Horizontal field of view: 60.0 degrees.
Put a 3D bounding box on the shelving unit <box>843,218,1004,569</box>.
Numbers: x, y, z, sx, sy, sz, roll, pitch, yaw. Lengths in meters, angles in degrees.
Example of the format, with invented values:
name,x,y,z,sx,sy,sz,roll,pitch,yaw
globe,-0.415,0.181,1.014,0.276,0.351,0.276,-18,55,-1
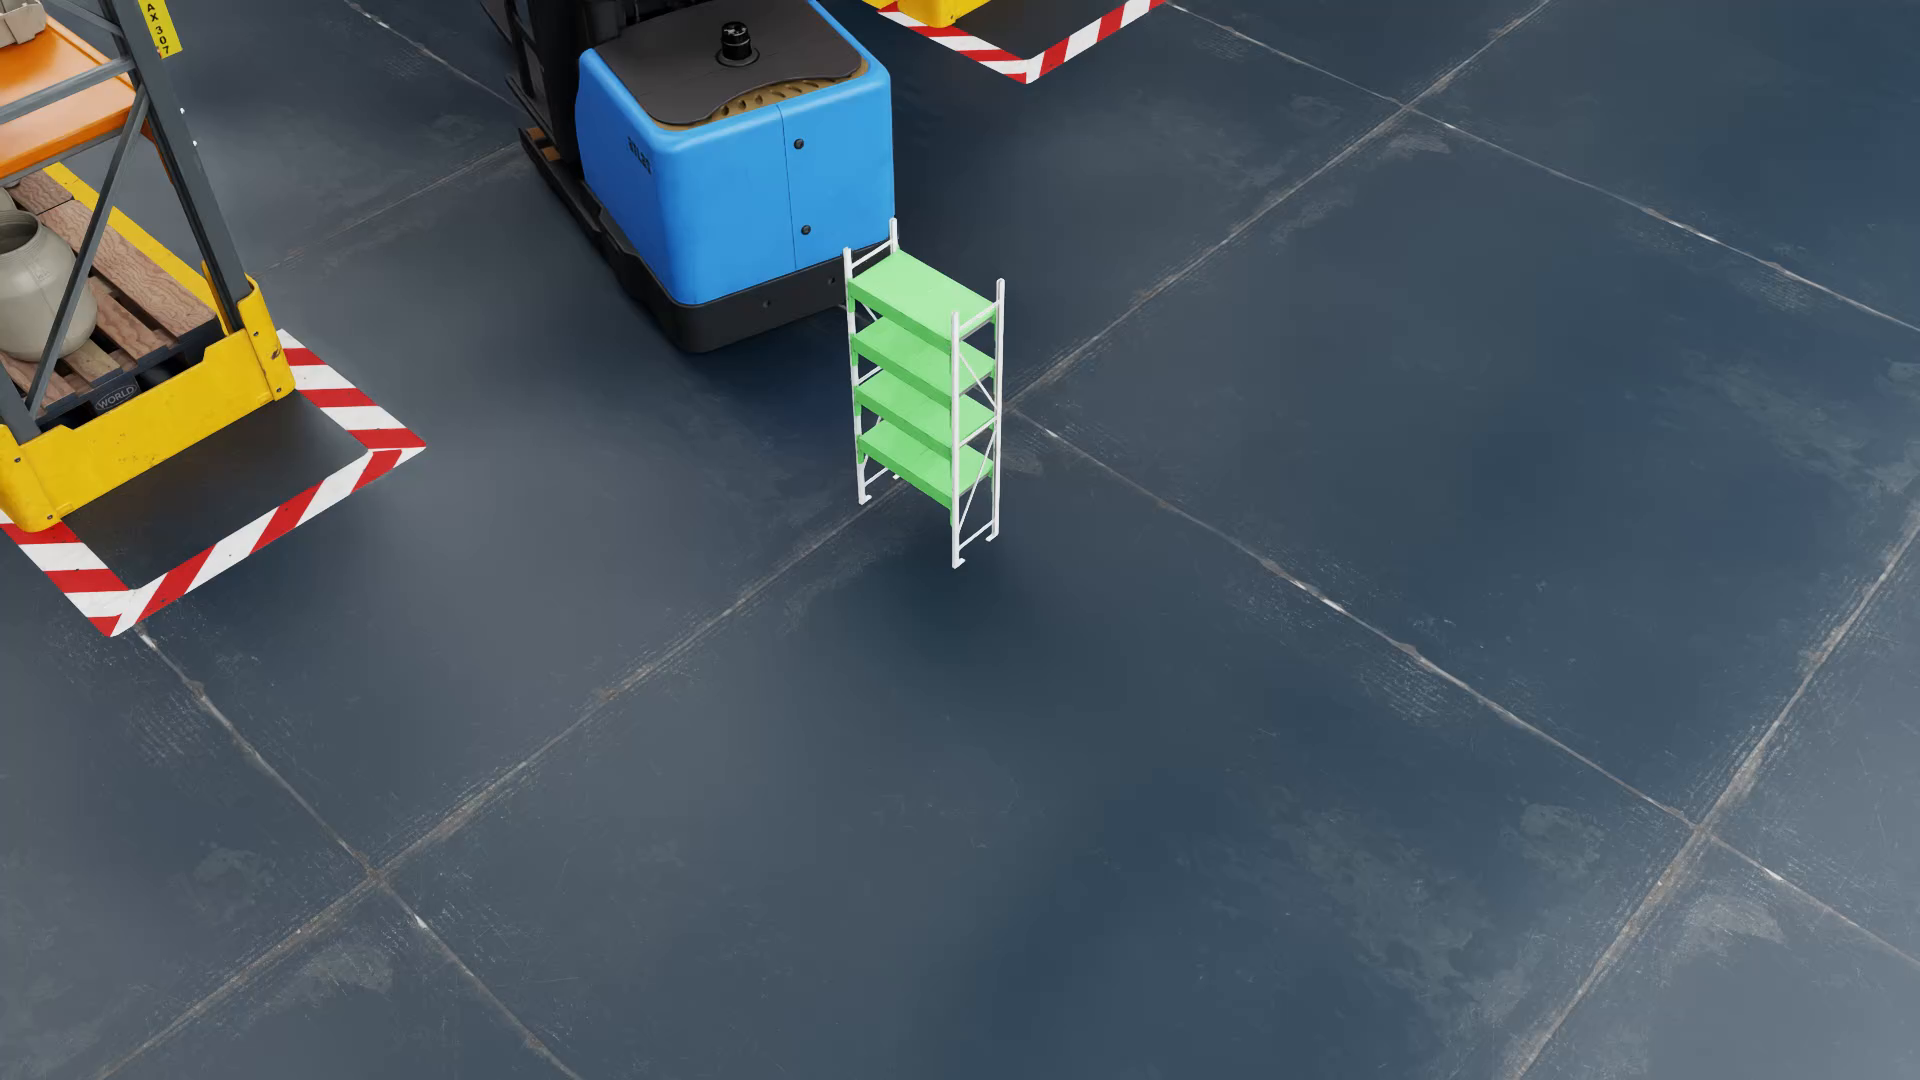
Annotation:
name,x,y,z,sx,sy,sz,roll,pitch,yaw
shelving unit,-0.122,-0.493,5.889,0.503,1.200,0.258,34,55,28

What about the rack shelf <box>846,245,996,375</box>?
name,x,y,z,sx,sy,sz,roll,pitch,yaw
rack shelf,-0.122,-0.777,5.586,0.480,0.148,0.258,34,55,28

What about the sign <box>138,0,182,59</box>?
name,x,y,z,sx,sy,sz,roll,pitch,yaw
sign,-2.767,-1.807,5.699,0.005,0.325,0.100,34,55,28

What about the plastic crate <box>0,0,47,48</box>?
name,x,y,z,sx,sy,sz,roll,pitch,yaw
plastic crate,-3.583,-1.945,6.199,0.250,0.136,0.298,34,55,28

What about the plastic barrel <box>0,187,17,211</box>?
name,x,y,z,sx,sy,sz,roll,pitch,yaw
plastic barrel,-4.047,-1.244,6.779,0.421,0.512,0.421,0,47,0

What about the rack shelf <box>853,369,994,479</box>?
name,x,y,z,sx,sy,sz,roll,pitch,yaw
rack shelf,-0.122,-0.449,5.936,0.480,0.148,0.258,34,55,28

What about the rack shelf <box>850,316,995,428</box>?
name,x,y,z,sx,sy,sz,roll,pitch,yaw
rack shelf,-0.122,-0.613,5.761,0.480,0.148,0.258,34,55,28

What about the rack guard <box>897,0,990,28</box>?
name,x,y,z,sx,sy,sz,roll,pitch,yaw
rack guard,0.160,-3.255,8.964,0.348,0.500,1.175,34,55,28

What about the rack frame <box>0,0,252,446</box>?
name,x,y,z,sx,sy,sz,roll,pitch,yaw
rack frame,-3.143,-1.420,5.526,0.127,3.000,1.000,34,55,28

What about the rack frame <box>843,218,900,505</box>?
name,x,y,z,sx,sy,sz,roll,pitch,yaw
rack frame,-0.301,-0.613,6.003,0.015,1.200,0.240,34,55,28

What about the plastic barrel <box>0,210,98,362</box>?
name,x,y,z,sx,sy,sz,roll,pitch,yaw
plastic barrel,-3.679,-0.997,6.547,0.421,0.512,0.421,0,47,0

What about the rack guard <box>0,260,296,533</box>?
name,x,y,z,sx,sy,sz,roll,pitch,yaw
rack guard,-3.231,-0.577,6.449,0.348,0.500,1.175,34,55,28

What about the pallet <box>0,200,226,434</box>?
name,x,y,z,sx,sy,sz,roll,pitch,yaw
pallet,-3.824,-0.882,6.934,1.213,0.211,1.003,34,55,28

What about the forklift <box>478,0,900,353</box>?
name,x,y,z,sx,sy,sz,roll,pitch,yaw
forklift,-1.436,-2.845,6.910,1.130,2.935,3.031,-23,51,-20

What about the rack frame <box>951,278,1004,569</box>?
name,x,y,z,sx,sy,sz,roll,pitch,yaw
rack frame,0.058,-0.372,5.776,0.015,1.200,0.240,34,55,28

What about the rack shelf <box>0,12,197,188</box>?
name,x,y,z,sx,sy,sz,roll,pitch,yaw
rack shelf,-4.613,-2.163,6.716,4.000,0.370,1.077,34,55,28

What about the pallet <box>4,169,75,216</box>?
name,x,y,z,sx,sy,sz,roll,pitch,yaw
pallet,-4.717,-1.486,7.500,1.213,0.211,1.003,34,55,28

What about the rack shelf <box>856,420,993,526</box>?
name,x,y,z,sx,sy,sz,roll,pitch,yaw
rack shelf,-0.122,-0.285,6.111,0.480,0.148,0.258,34,55,28

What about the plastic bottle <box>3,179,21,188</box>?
name,x,y,z,sx,sy,sz,roll,pitch,yaw
plastic bottle,-4.264,-1.700,7.358,0.097,0.271,0.097,0,47,0
